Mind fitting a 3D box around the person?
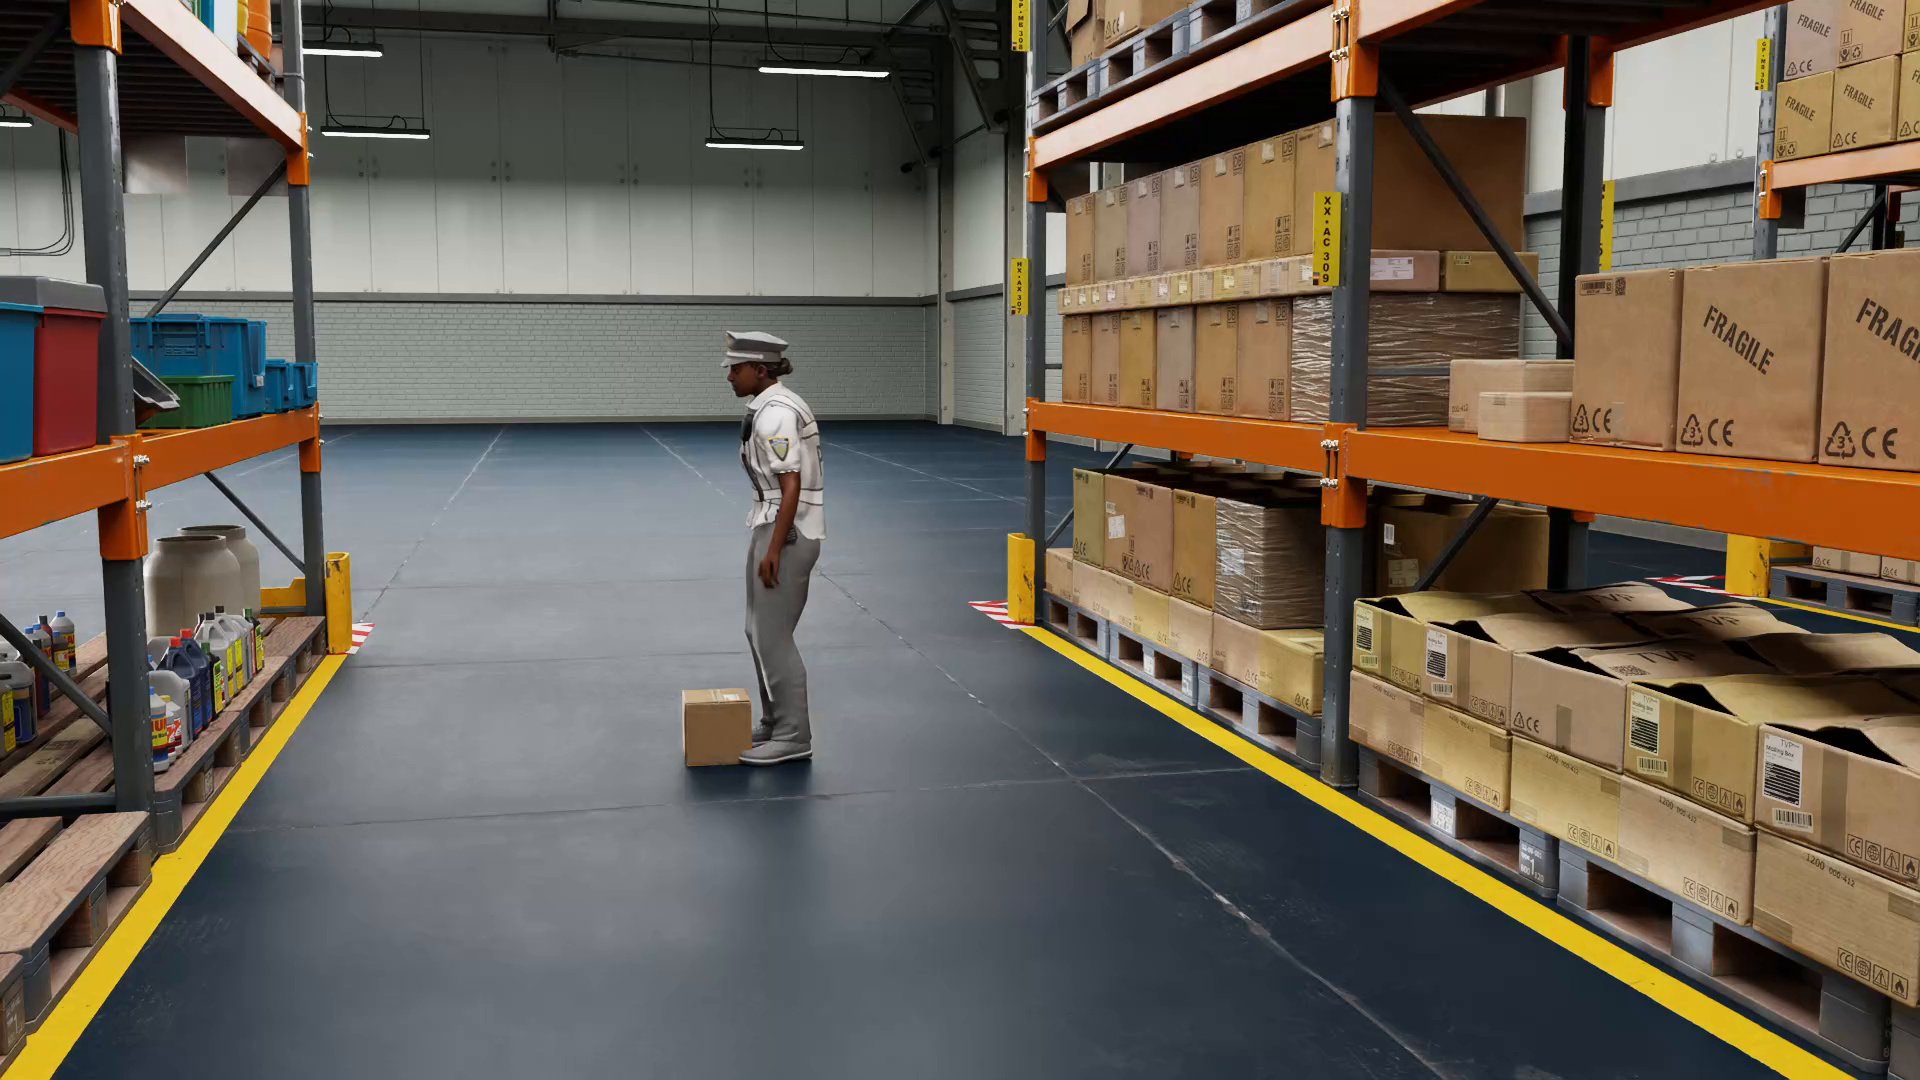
[{"bbox_3d":[-0.726,0.021,6.488,0.392,1.659,0.505,-1,6,-13],"label":"person"}]
